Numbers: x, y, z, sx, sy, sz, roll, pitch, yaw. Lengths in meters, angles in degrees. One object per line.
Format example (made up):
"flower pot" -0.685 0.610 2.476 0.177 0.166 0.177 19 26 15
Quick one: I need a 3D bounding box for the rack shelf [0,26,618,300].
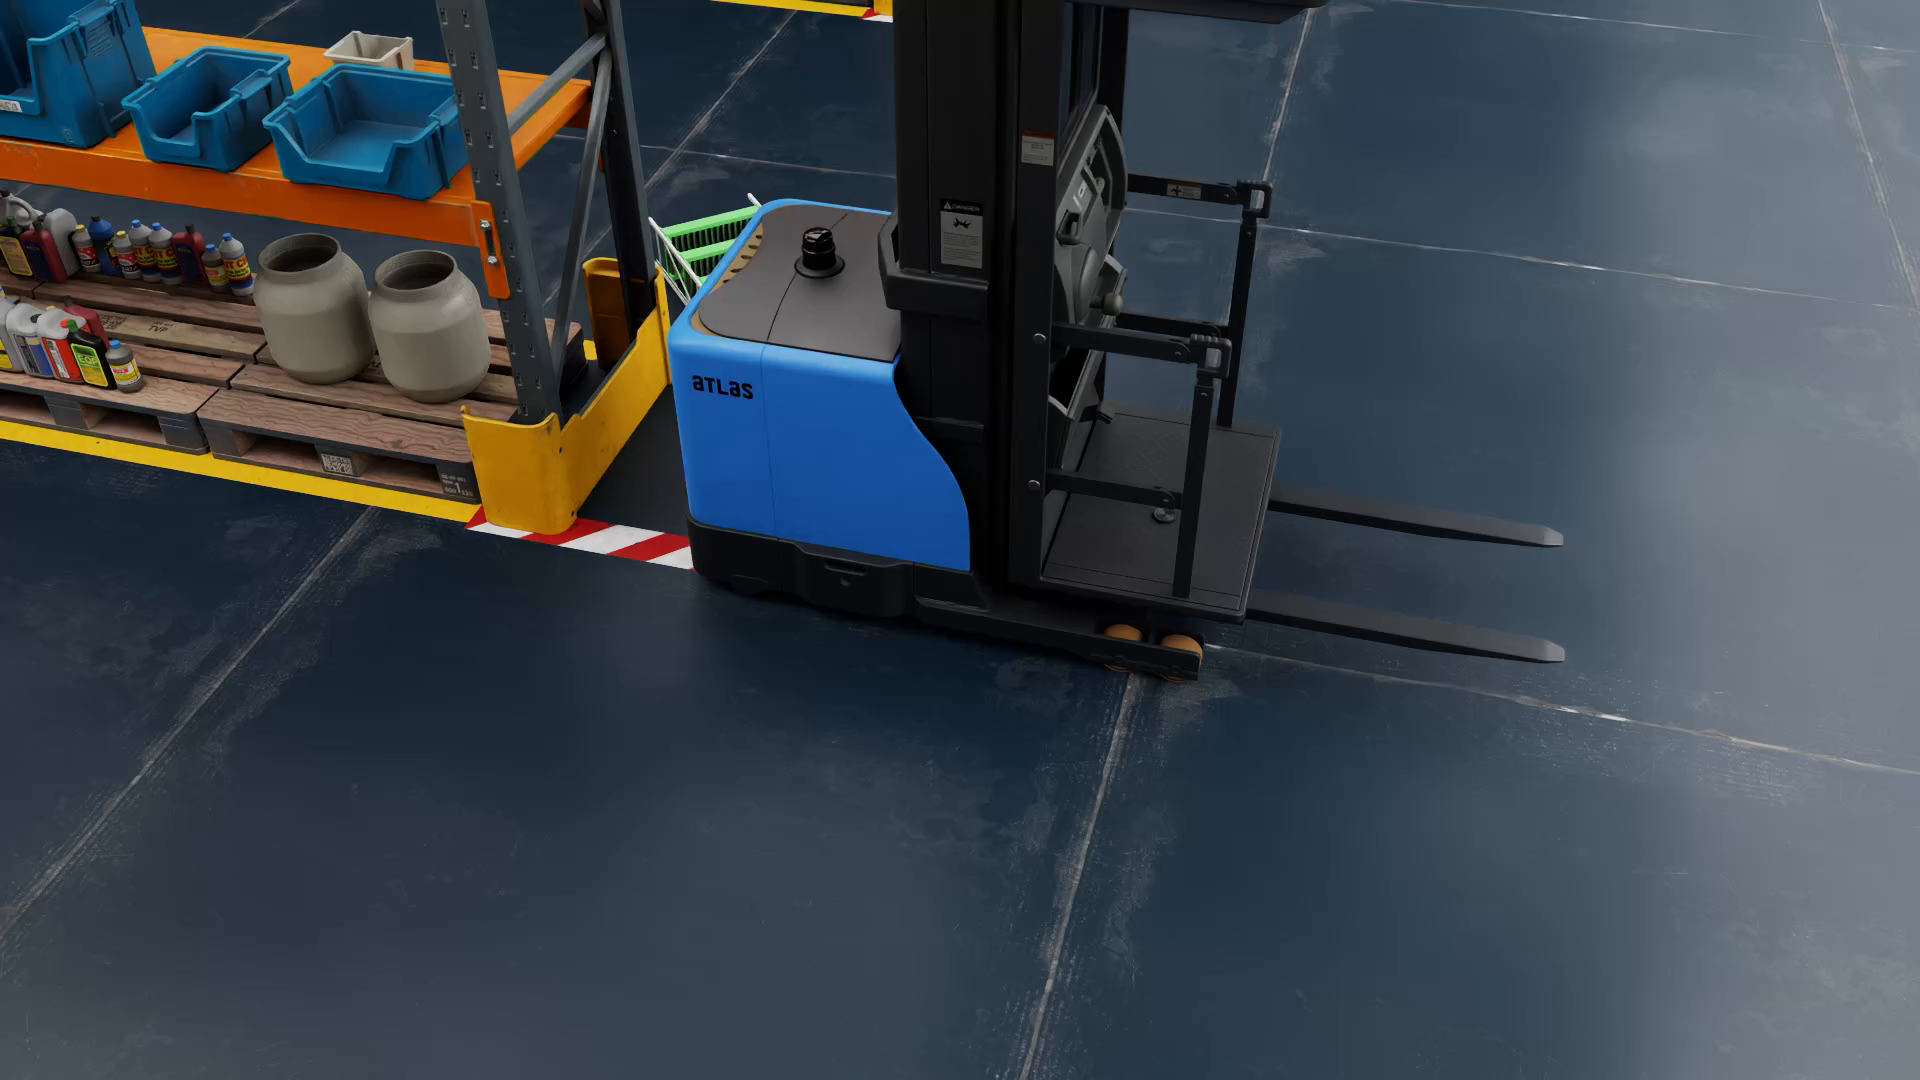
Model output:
"rack shelf" -3.358 -1.623 6.409 4.000 0.370 1.077 10 41 11

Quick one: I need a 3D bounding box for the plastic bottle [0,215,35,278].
"plastic bottle" -4.097 -1.278 7.209 0.133 0.283 0.061 10 41 11

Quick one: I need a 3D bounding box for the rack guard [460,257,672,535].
"rack guard" -1.511 -0.592 6.566 0.348 0.500 1.175 10 41 11

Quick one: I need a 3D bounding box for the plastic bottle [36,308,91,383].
"plastic bottle" -3.550 -0.783 6.626 0.135 0.276 0.152 10 41 12

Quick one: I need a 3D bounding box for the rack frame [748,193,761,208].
"rack frame" -0.706 -1.184 7.430 0.015 0.240 1.200 -19 43 -21

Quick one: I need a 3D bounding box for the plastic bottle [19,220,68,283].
"plastic bottle" -3.967 -1.250 7.176 0.133 0.283 0.061 10 41 11

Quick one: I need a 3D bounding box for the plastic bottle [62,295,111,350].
"plastic bottle" -3.523 -0.852 6.702 0.133 0.283 0.061 10 41 11

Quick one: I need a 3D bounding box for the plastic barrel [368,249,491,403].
"plastic barrel" -2.081 -0.836 6.521 0.421 0.512 0.421 0 40 0

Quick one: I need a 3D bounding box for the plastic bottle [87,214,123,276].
"plastic bottle" -3.720 -1.292 7.235 0.097 0.271 0.097 0 40 0

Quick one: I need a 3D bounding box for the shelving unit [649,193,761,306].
"shelving unit" -0.922 -1.111 7.344 0.503 0.258 1.200 -19 43 -21

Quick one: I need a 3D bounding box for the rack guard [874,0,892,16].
"rack guard" -0.219 -3.698 10.265 0.348 0.500 1.175 10 41 11

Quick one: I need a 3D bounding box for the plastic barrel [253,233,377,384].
"plastic barrel" -2.565 -0.919 6.620 0.421 0.512 0.421 0 40 0

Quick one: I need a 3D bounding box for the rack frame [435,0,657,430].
"rack frame" -1.426 -1.566 5.782 0.127 3.000 1.000 10 41 11

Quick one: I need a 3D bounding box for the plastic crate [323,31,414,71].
"plastic crate" -2.207 -1.814 6.282 0.250 0.136 0.298 10 41 11

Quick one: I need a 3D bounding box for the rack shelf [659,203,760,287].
"rack shelf" -1.115 -1.348 7.626 0.480 0.258 0.148 -19 43 -21

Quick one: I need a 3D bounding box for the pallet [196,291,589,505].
"pallet" -2.295 -0.620 6.824 1.213 0.211 1.003 10 41 11

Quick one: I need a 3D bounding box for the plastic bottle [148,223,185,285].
"plastic bottle" -3.428 -1.242 7.175 0.097 0.271 0.097 0 40 0

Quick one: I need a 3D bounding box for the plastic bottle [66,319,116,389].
"plastic bottle" -3.431 -0.735 6.563 0.133 0.283 0.061 11 41 12

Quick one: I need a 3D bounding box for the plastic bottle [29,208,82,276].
"plastic bottle" -3.940 -1.313 7.257 0.135 0.276 0.152 10 41 12

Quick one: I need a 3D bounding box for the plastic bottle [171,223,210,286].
"plastic bottle" -3.311 -1.238 7.162 0.133 0.283 0.061 10 41 12

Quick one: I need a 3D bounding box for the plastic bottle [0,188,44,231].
"plastic bottle" -4.096 -1.371 7.268 0.185 0.351 0.144 10 41 11

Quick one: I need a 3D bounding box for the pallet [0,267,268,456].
"pallet" -3.470 -0.824 7.067 1.213 0.211 1.003 10 41 11

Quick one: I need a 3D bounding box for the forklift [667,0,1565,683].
"forklift" 0.601 -1.017 5.182 3.031 2.935 1.130 10 41 12

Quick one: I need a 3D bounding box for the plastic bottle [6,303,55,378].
"plastic bottle" -3.684 -0.806 6.653 0.135 0.276 0.152 9 41 10

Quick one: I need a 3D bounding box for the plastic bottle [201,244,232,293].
"plastic bottle" -3.197 -1.175 7.150 0.097 0.201 0.097 0 40 0

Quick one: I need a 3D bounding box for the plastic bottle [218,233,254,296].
"plastic bottle" -3.097 -1.185 7.107 0.097 0.271 0.097 0 40 0

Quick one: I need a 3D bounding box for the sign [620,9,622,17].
"sign" -1.279 -2.013 6.099 0.005 0.325 0.100 10 41 11

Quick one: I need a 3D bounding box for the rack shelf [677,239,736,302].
"rack shelf" -1.004 -1.211 7.463 0.480 0.258 0.148 -19 43 -21

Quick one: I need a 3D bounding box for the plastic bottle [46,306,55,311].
"plastic bottle" -3.669 -0.858 6.773 0.097 0.201 0.097 0 40 0

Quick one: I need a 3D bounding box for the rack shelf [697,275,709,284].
"rack shelf" -0.892 -1.074 7.300 0.480 0.258 0.148 -19 43 -21

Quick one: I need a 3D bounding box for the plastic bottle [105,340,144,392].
"plastic bottle" -3.313 -0.696 6.580 0.097 0.201 0.097 0 40 0

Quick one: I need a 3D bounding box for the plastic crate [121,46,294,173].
"plastic crate" -2.612 -1.518 5.840 0.408 0.251 0.499 10 41 11

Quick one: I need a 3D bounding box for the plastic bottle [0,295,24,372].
"plastic bottle" -3.845 -0.860 6.659 0.185 0.351 0.144 11 41 13

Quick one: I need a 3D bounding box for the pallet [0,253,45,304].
"pallet" -4.652 -1.025 7.307 1.213 0.211 1.003 10 41 11

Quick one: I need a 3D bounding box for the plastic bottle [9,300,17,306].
"plastic bottle" -3.856 -0.885 6.805 0.097 0.201 0.097 0 40 0

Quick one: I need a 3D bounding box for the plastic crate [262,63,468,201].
"plastic crate" -1.987 -1.406 5.708 0.616 0.251 0.499 10 41 11

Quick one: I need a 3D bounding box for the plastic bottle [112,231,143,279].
"plastic bottle" -3.620 -1.248 7.237 0.097 0.201 0.097 0 40 0

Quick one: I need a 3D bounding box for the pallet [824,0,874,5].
"pallet" -0.994 -3.745 10.545 1.213 0.211 1.003 10 41 11

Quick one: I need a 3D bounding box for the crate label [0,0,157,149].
"crate label" -3.274 -1.717 5.935 0.616 0.435 0.502 10 41 11

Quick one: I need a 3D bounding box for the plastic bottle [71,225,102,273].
"plastic bottle" -3.819 -1.282 7.278 0.097 0.201 0.097 0 40 0

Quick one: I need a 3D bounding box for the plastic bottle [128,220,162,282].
"plastic bottle" -3.524 -1.258 7.195 0.097 0.271 0.097 0 40 0

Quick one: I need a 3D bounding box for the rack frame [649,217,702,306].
"rack frame" -1.138 -1.038 7.257 0.015 0.240 1.200 -19 43 -21

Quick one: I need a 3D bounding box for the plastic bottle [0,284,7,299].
"plastic bottle" -4.010 -0.958 6.835 0.135 0.276 0.152 10 41 11
